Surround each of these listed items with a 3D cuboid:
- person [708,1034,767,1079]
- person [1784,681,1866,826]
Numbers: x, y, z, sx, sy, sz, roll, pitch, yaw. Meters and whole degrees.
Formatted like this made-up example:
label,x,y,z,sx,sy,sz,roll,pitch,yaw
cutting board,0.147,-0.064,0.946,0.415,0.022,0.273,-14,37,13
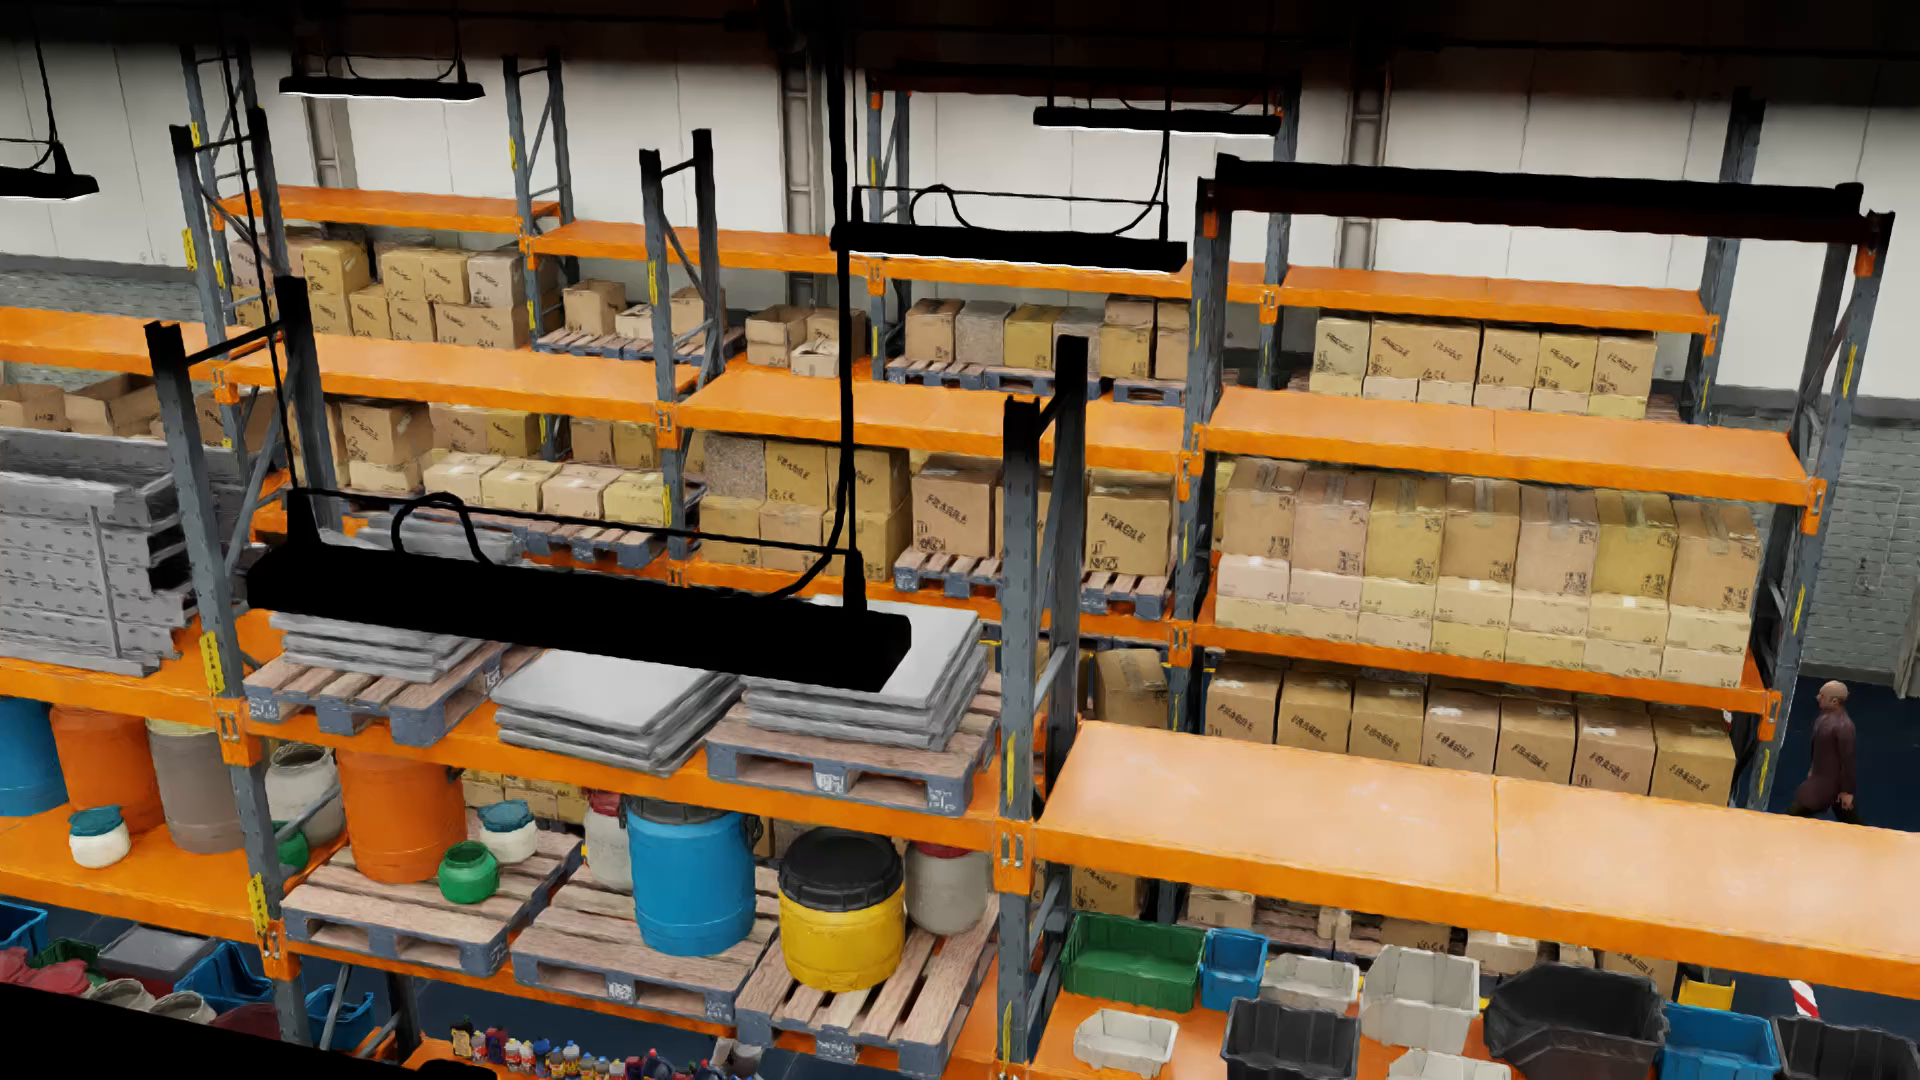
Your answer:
label,x,y,z,sx,sy,sz,roll,pitch,yaw
person,-1.405,3.276,10.782,0.512,1.632,0.639,6,23,13
person,7.179,1.943,13.839,1.192,1.698,0.598,7,24,17
